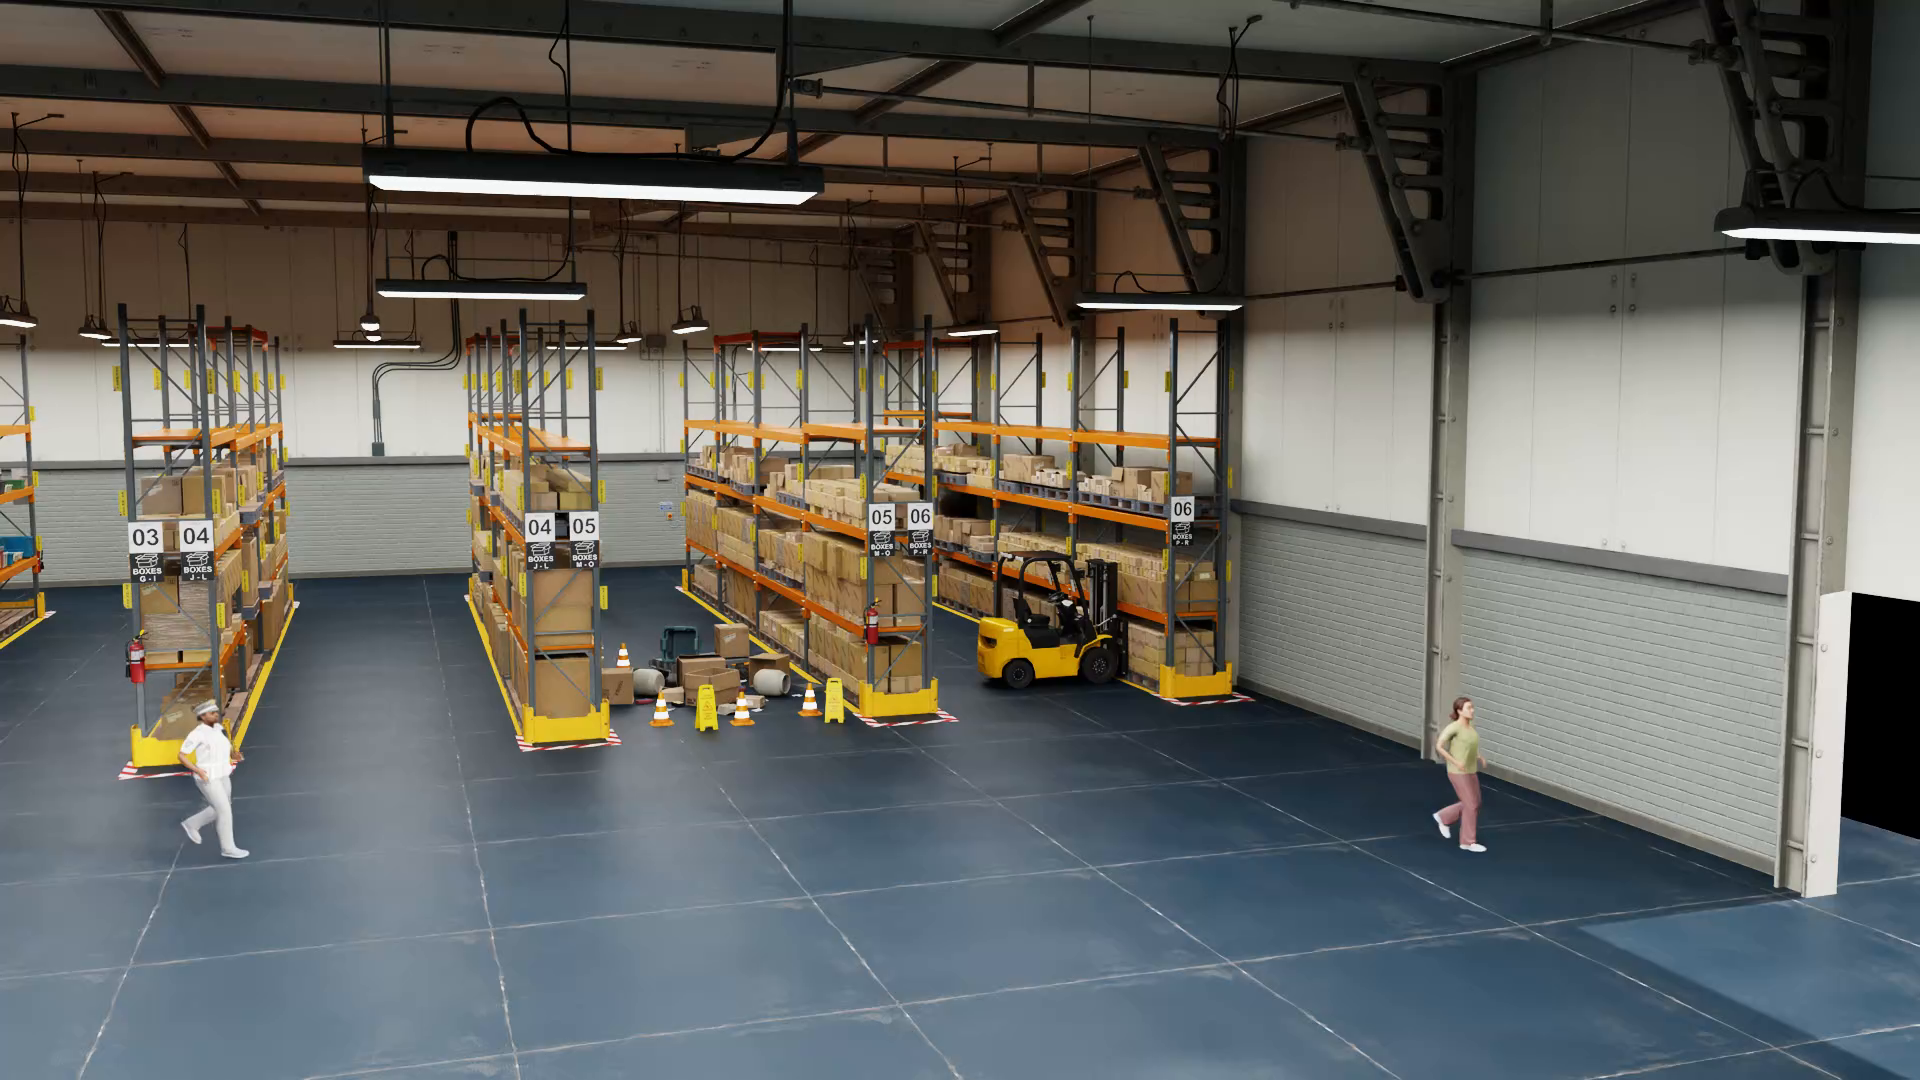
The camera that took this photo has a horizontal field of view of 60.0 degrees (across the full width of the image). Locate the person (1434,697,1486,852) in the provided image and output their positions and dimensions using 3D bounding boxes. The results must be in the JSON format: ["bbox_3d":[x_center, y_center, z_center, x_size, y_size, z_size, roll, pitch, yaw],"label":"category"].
[{"bbox_3d":[5.391,2.505,17.847,0.605,1.619,0.622,-4,7,-39],"label":"person"}]

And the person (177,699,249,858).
[{"bbox_3d":[-7.918,2.505,17.558,0.850,1.664,0.588,1,6,13],"label":"person"}]
